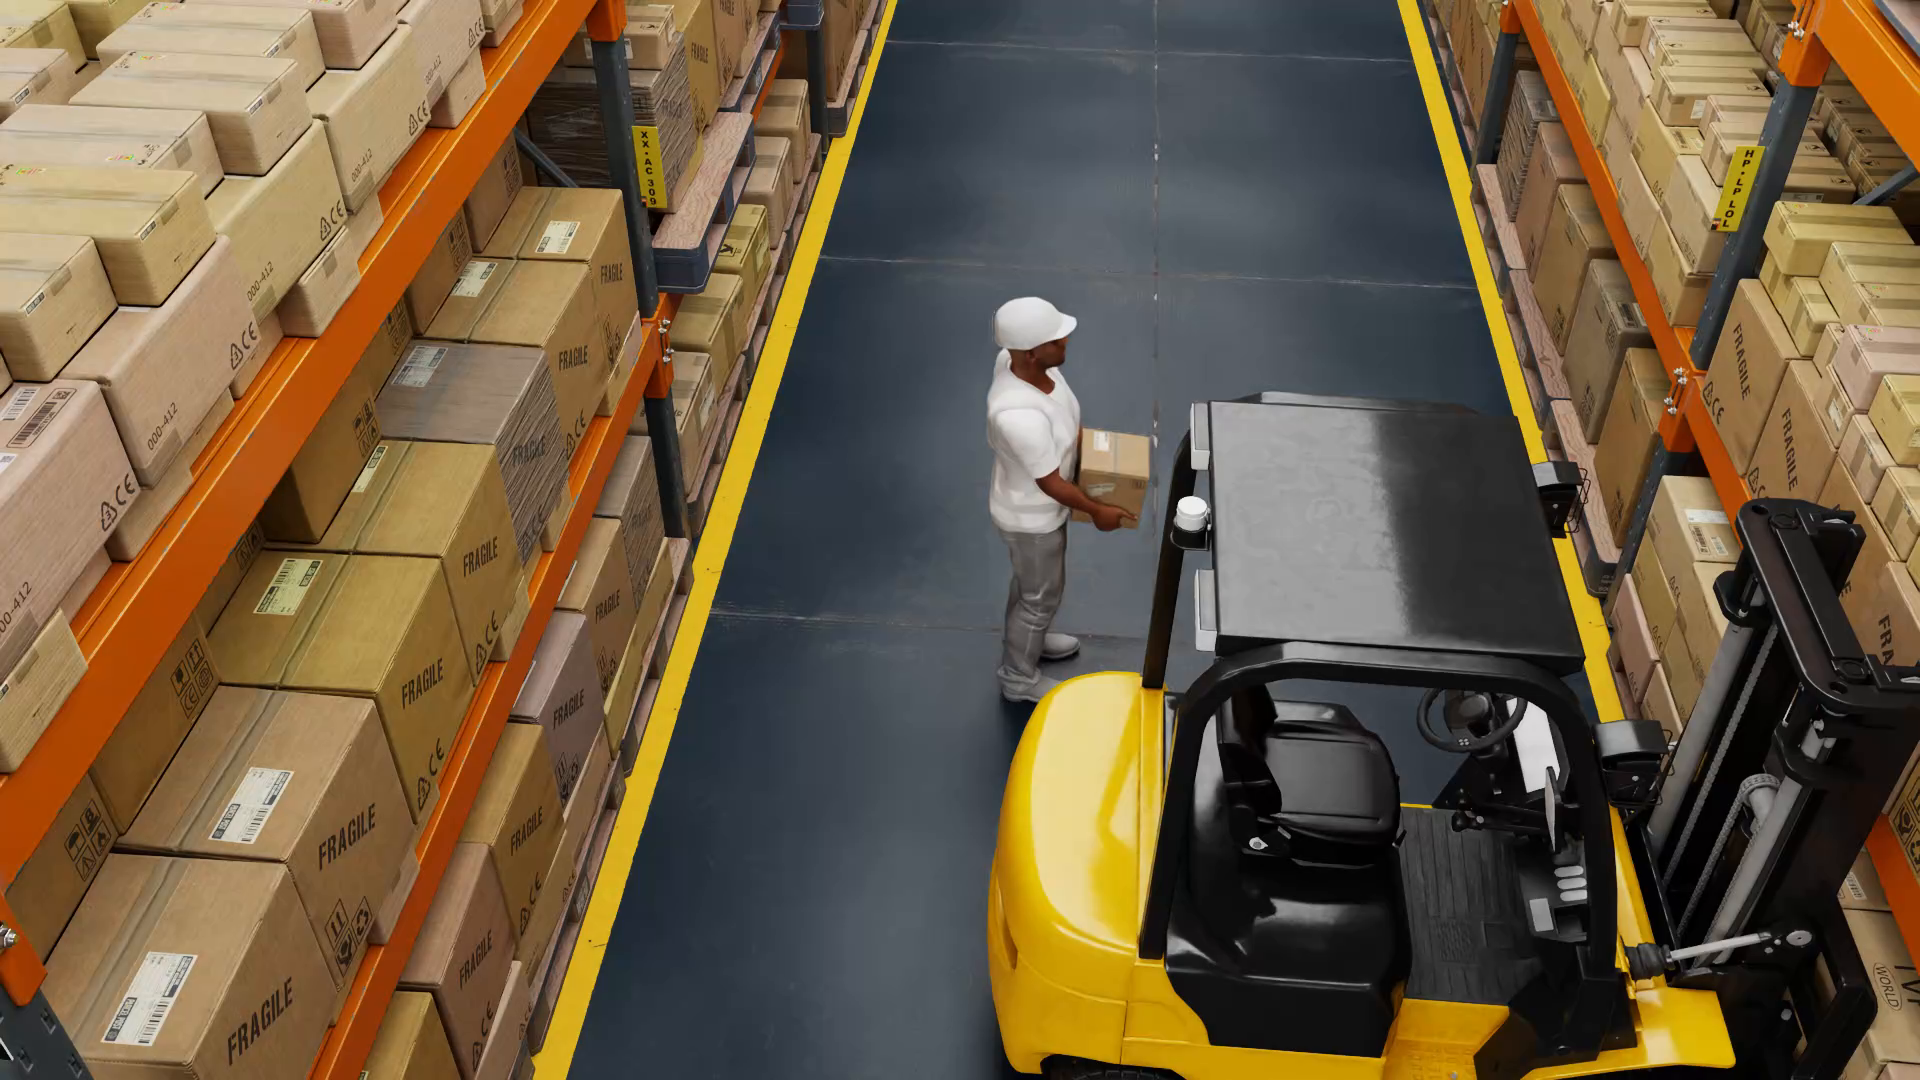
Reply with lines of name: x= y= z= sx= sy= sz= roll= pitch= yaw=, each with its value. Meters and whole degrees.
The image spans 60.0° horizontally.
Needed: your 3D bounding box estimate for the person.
person: x=0.382 y=-0.139 z=6.304 sx=0.573 sy=1.767 sz=0.521 roll=3 pitch=40 yaw=4
